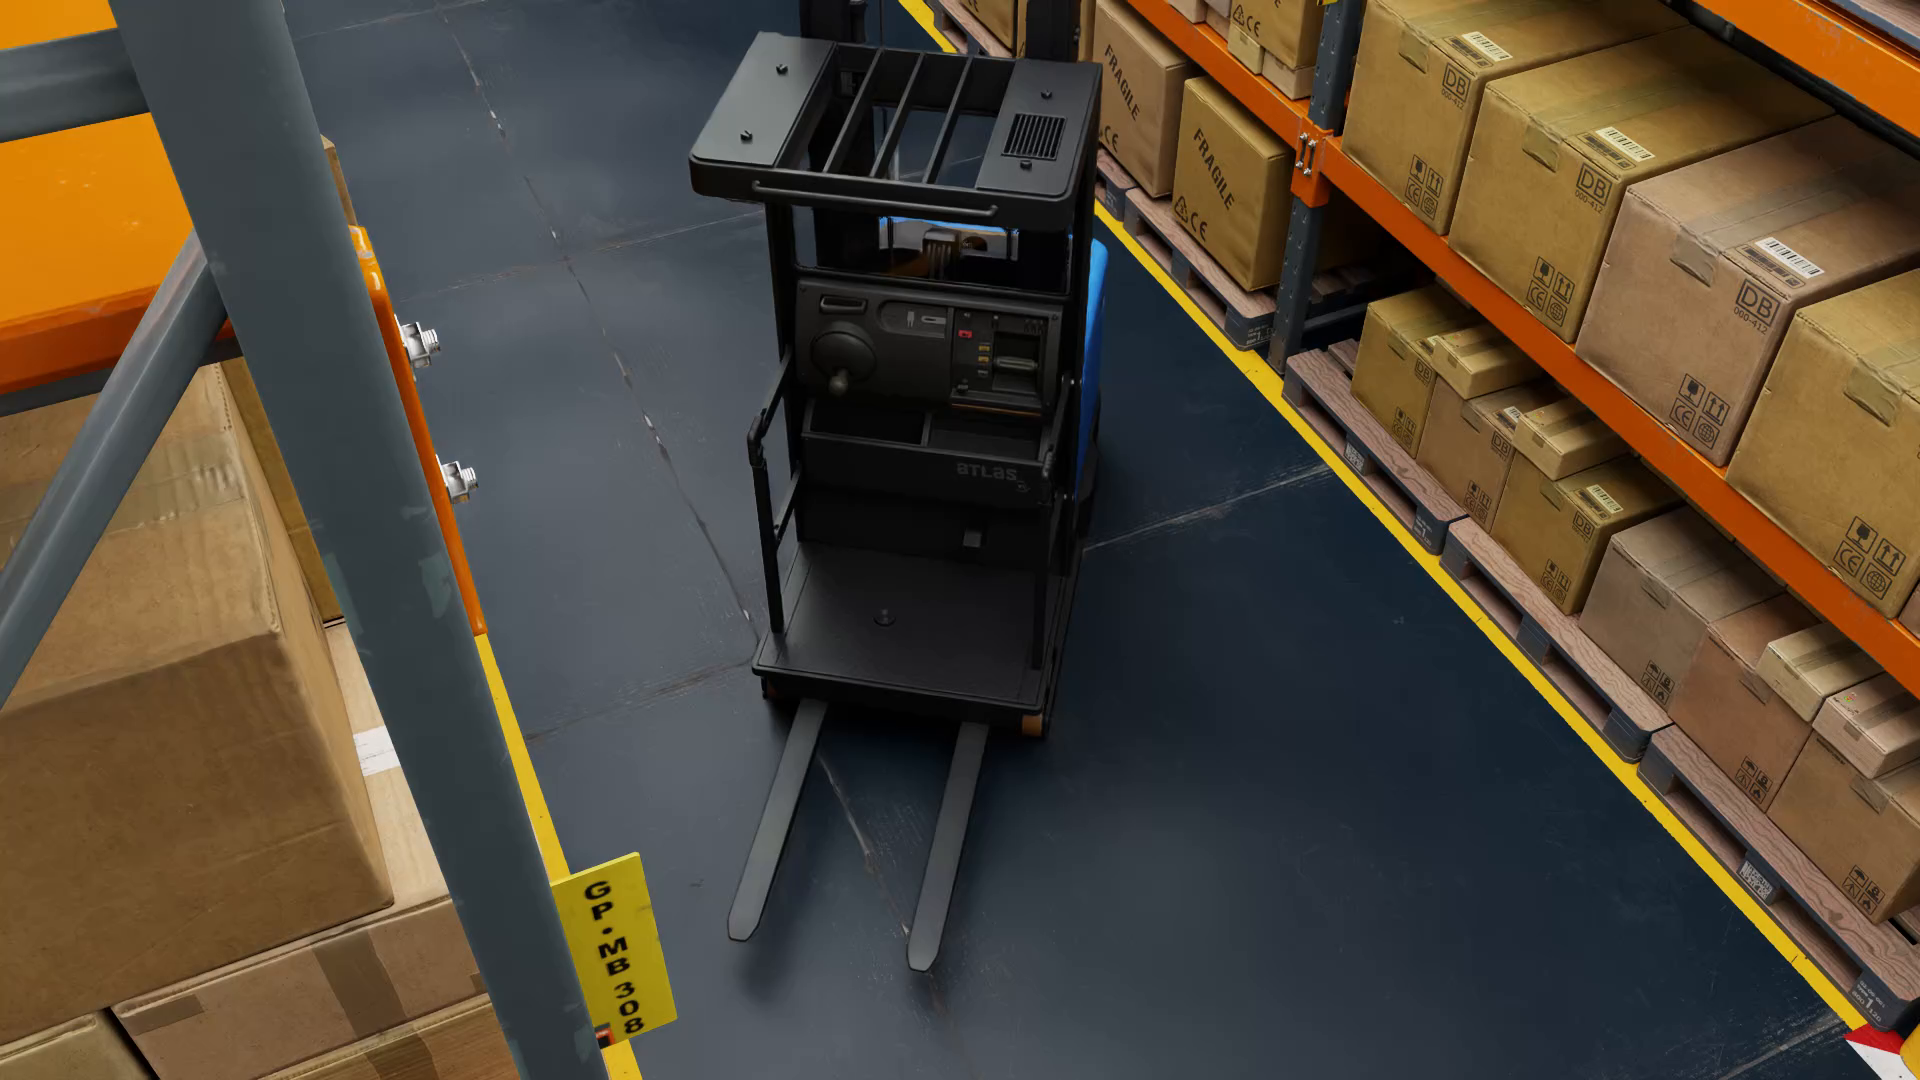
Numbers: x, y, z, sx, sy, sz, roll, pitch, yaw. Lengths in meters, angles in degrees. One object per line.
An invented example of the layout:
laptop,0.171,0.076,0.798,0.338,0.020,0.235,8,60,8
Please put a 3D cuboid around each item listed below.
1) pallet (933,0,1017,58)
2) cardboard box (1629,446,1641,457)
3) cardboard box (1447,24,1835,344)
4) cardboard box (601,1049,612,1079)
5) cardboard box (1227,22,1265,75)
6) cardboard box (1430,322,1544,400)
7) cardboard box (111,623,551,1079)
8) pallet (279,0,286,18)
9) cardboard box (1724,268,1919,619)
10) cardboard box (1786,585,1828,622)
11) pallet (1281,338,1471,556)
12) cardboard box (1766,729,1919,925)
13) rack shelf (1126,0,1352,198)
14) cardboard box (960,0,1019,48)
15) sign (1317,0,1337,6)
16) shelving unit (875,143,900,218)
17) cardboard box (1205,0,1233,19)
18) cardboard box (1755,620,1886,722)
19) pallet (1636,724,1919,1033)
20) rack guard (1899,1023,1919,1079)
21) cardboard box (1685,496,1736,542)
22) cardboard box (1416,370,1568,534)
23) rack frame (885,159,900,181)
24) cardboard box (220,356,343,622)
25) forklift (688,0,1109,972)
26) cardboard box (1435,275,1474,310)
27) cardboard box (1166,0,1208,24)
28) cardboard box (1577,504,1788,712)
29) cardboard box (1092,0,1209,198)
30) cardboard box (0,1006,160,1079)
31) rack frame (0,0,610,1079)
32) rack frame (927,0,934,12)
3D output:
pallet,0.531,-3.062,10.071,1.003,0.211,1.213,-18,47,-17
cardboard box,2.731,-0.500,6.509,0.380,0.149,0.250,-18,47,-17
cardboard box,2.465,-1.319,6.107,0.980,0.700,0.700,-19,48,-18
cardboard box,-0.808,1.232,2.951,0.500,0.500,0.500,-17,47,-16
cardboard box,1.423,-2.233,7.411,0.380,0.149,0.250,-17,47,-17
cardboard box,2.150,-0.741,6.754,0.380,0.149,0.250,-17,47,-16
cardboard box,-0.841,0.388,2.205,0.500,0.250,0.500,-18,47,-17
pallet,-3.876,-2.634,7.789,1.213,0.211,1.003,-18,47,-17
cardboard box,3.092,-0.370,5.145,0.980,0.700,0.700,-18,48,-18
cardboard box,3.162,0.150,5.850,0.380,0.149,0.250,-18,47,-17
pallet,2.199,-0.530,7.505,1.003,0.211,1.213,-18,47,-17
cardboard box,3.247,0.843,5.610,0.700,0.500,0.500,-18,47,-17
rack shelf,1.109,-3.048,8.585,1.077,0.370,4.000,-18,47,-17
cardboard box,0.458,-3.456,9.717,0.750,0.750,0.750,-19,48,-18
sign,1.462,-2.247,6.493,0.100,0.325,0.005,-18,47,-17
shelving unit,-0.416,-1.328,7.931,0.258,0.189,1.200,0,73,0
cardboard box,1.304,-2.720,7.443,0.500,0.500,0.500,-18,47,-17
cardboard box,2.919,0.421,5.575,0.380,0.149,0.250,-17,47,-16
pallet,3.225,1.025,5.929,1.003,0.211,1.213,-18,47,-17
rack guard,3.642,1.424,5.319,1.175,0.500,0.348,-18,47,-17
cardboard box,2.946,-0.175,6.179,0.380,0.149,0.250,-18,47,-17
cardboard box,2.380,-0.462,6.932,0.700,0.500,0.500,-18,48,-18
rack frame,-0.416,-1.301,8.019,0.240,0.006,1.200,0,73,0
cardboard box,-1.225,-0.141,2.207,0.700,0.500,0.500,-18,47,-17
forklift,-0.153,-0.574,5.614,1.130,2.935,3.031,8,45,8
cardboard box,2.291,-1.165,7.182,0.380,0.149,0.250,-18,47,-18
cardboard box,1.191,-2.563,7.745,0.380,0.149,0.250,-18,47,-17
cardboard box,2.824,0.204,6.257,0.700,0.500,0.500,-19,48,-19
cardboard box,1.182,-2.355,8.602,0.750,0.750,0.750,-17,47,-16
cardboard box,-1.308,0.540,2.051,0.500,0.250,0.500,-18,47,-17
rack frame,-0.858,-0.152,0.866,0.949,2.616,0.053,-18,47,-17
rack frame,0.268,-4.579,9.624,1.000,3.000,0.127,-18,47,-17
